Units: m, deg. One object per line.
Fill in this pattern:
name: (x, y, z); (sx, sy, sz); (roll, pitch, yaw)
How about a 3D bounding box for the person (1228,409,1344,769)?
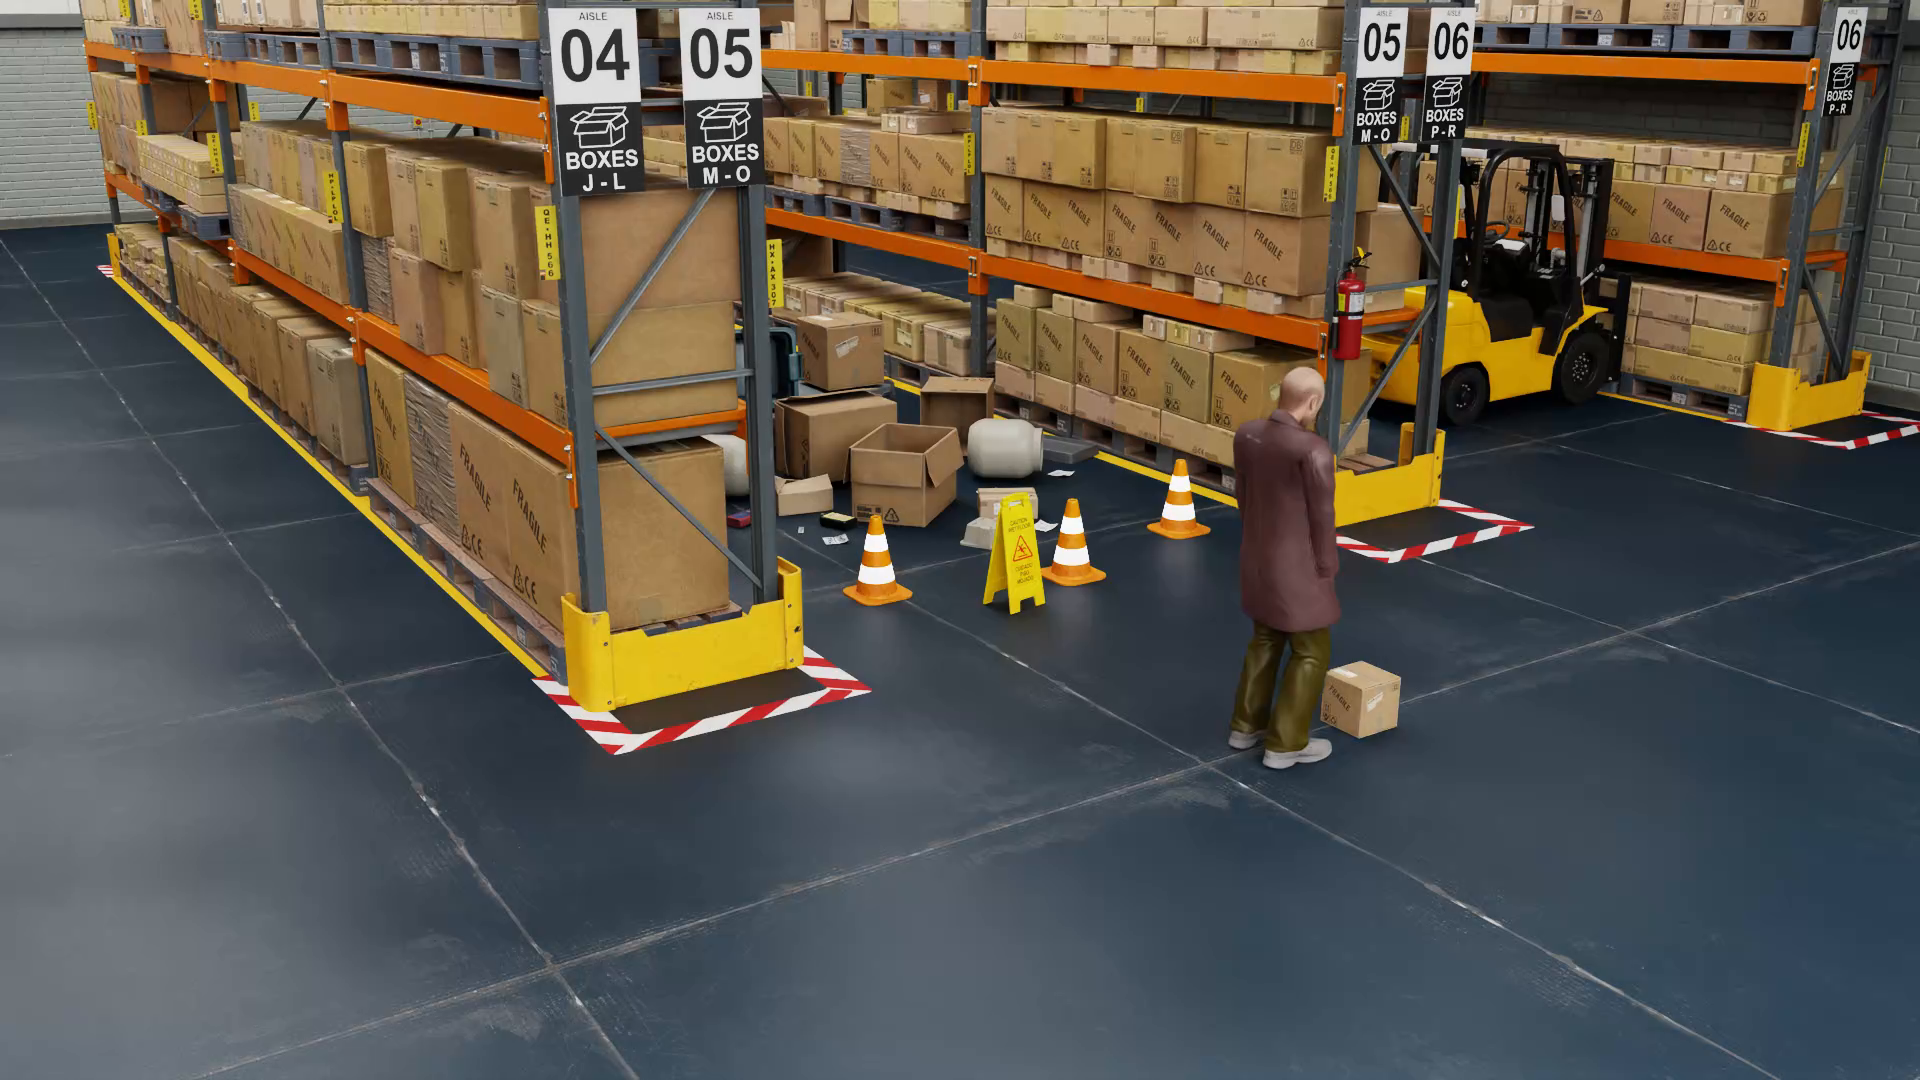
person: (1.425, 0.191, 7.311); (0.384, 1.587, 0.575); (-11, 21, -30)
